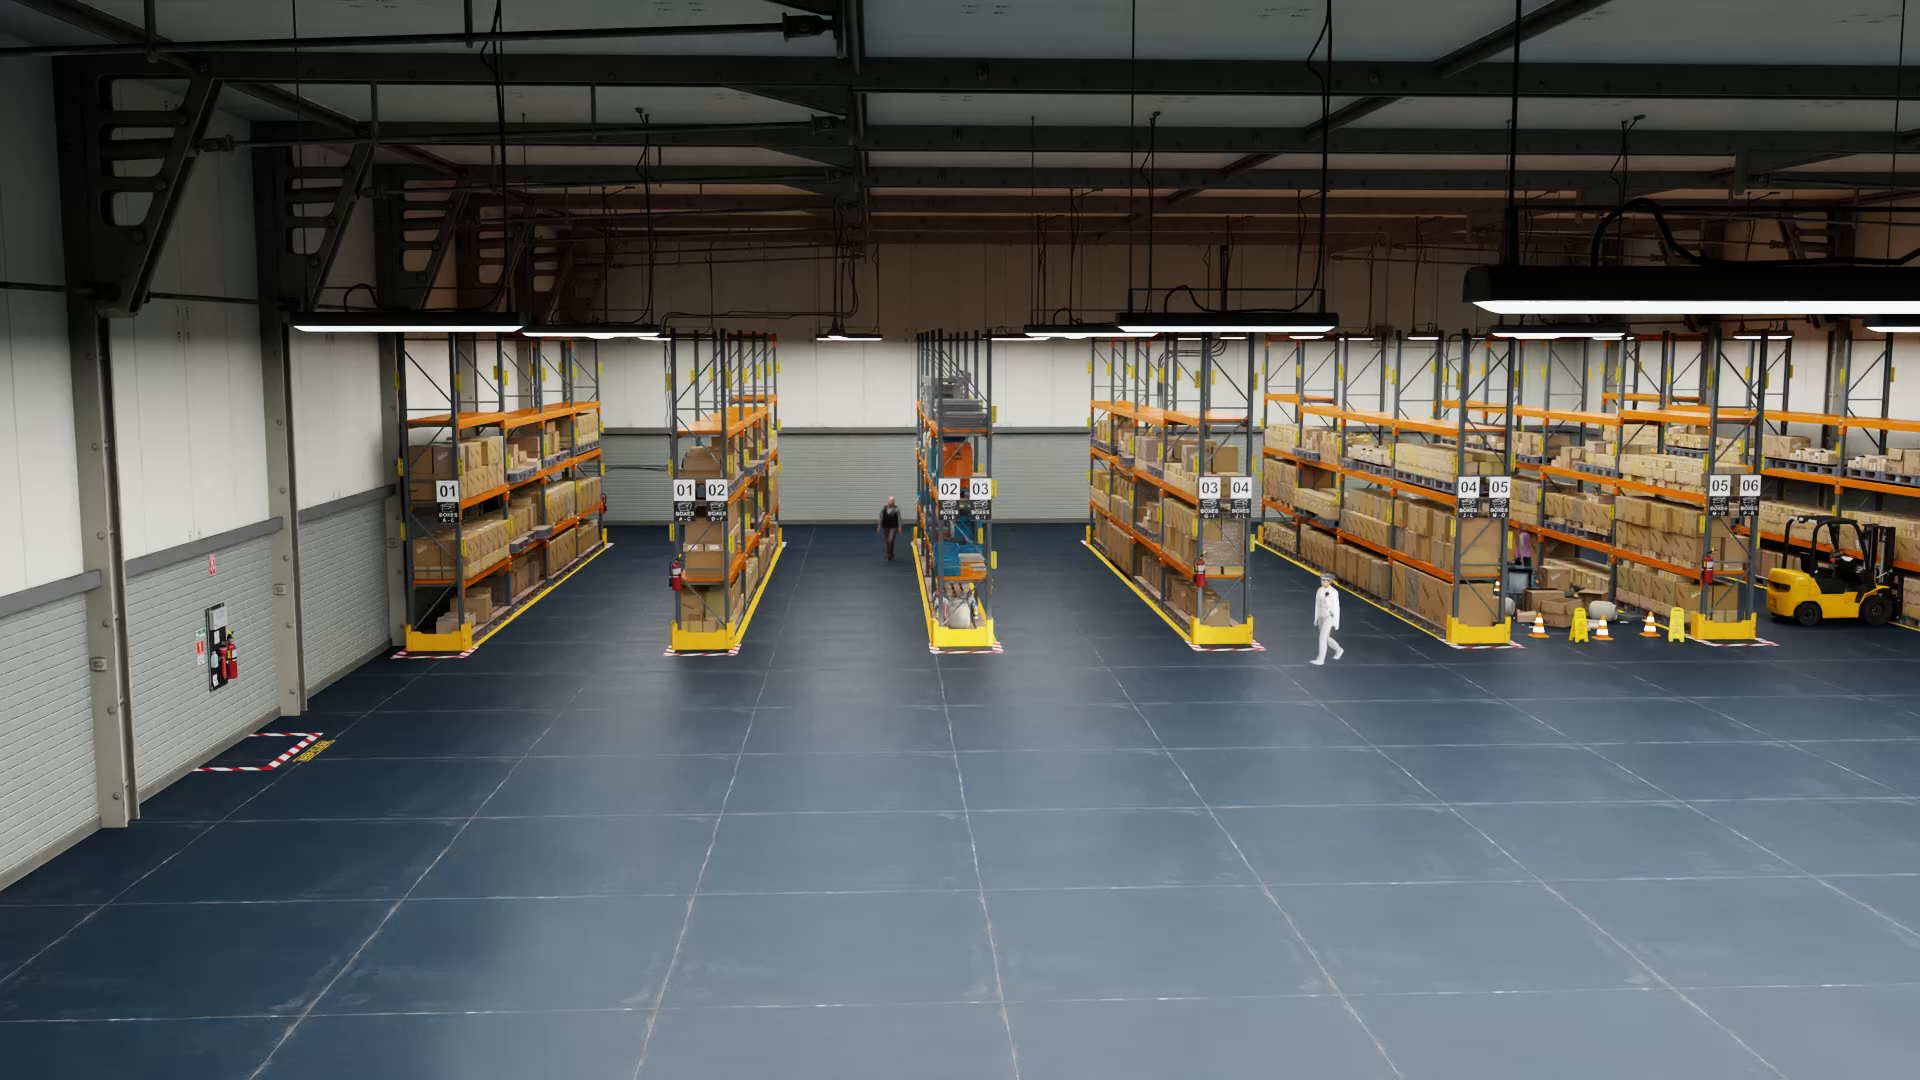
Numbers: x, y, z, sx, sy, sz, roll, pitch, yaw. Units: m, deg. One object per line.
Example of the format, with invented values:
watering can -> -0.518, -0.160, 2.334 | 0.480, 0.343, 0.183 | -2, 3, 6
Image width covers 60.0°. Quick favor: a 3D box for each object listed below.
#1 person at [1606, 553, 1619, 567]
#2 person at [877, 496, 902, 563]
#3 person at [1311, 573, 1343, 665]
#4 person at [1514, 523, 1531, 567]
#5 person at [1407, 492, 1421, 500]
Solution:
person -> 16.773, -0.079, 42.631 | 0.449, 1.622, 0.440 | -3, 8, -27
person -> -1.878, -0.283, 43.867 | 0.574, 1.743, 0.787 | 3, 7, 23
person -> 6.600, 1.397, 29.827 | 0.842, 1.644, 0.518 | -3, 7, -26
person -> 13.048, 0.430, 38.436 | 0.407, 1.625, 0.622 | -1, 7, -12
person -> 13.440, -0.953, 49.226 | 1.075, 1.732, 0.508 | 0, 7, -2
